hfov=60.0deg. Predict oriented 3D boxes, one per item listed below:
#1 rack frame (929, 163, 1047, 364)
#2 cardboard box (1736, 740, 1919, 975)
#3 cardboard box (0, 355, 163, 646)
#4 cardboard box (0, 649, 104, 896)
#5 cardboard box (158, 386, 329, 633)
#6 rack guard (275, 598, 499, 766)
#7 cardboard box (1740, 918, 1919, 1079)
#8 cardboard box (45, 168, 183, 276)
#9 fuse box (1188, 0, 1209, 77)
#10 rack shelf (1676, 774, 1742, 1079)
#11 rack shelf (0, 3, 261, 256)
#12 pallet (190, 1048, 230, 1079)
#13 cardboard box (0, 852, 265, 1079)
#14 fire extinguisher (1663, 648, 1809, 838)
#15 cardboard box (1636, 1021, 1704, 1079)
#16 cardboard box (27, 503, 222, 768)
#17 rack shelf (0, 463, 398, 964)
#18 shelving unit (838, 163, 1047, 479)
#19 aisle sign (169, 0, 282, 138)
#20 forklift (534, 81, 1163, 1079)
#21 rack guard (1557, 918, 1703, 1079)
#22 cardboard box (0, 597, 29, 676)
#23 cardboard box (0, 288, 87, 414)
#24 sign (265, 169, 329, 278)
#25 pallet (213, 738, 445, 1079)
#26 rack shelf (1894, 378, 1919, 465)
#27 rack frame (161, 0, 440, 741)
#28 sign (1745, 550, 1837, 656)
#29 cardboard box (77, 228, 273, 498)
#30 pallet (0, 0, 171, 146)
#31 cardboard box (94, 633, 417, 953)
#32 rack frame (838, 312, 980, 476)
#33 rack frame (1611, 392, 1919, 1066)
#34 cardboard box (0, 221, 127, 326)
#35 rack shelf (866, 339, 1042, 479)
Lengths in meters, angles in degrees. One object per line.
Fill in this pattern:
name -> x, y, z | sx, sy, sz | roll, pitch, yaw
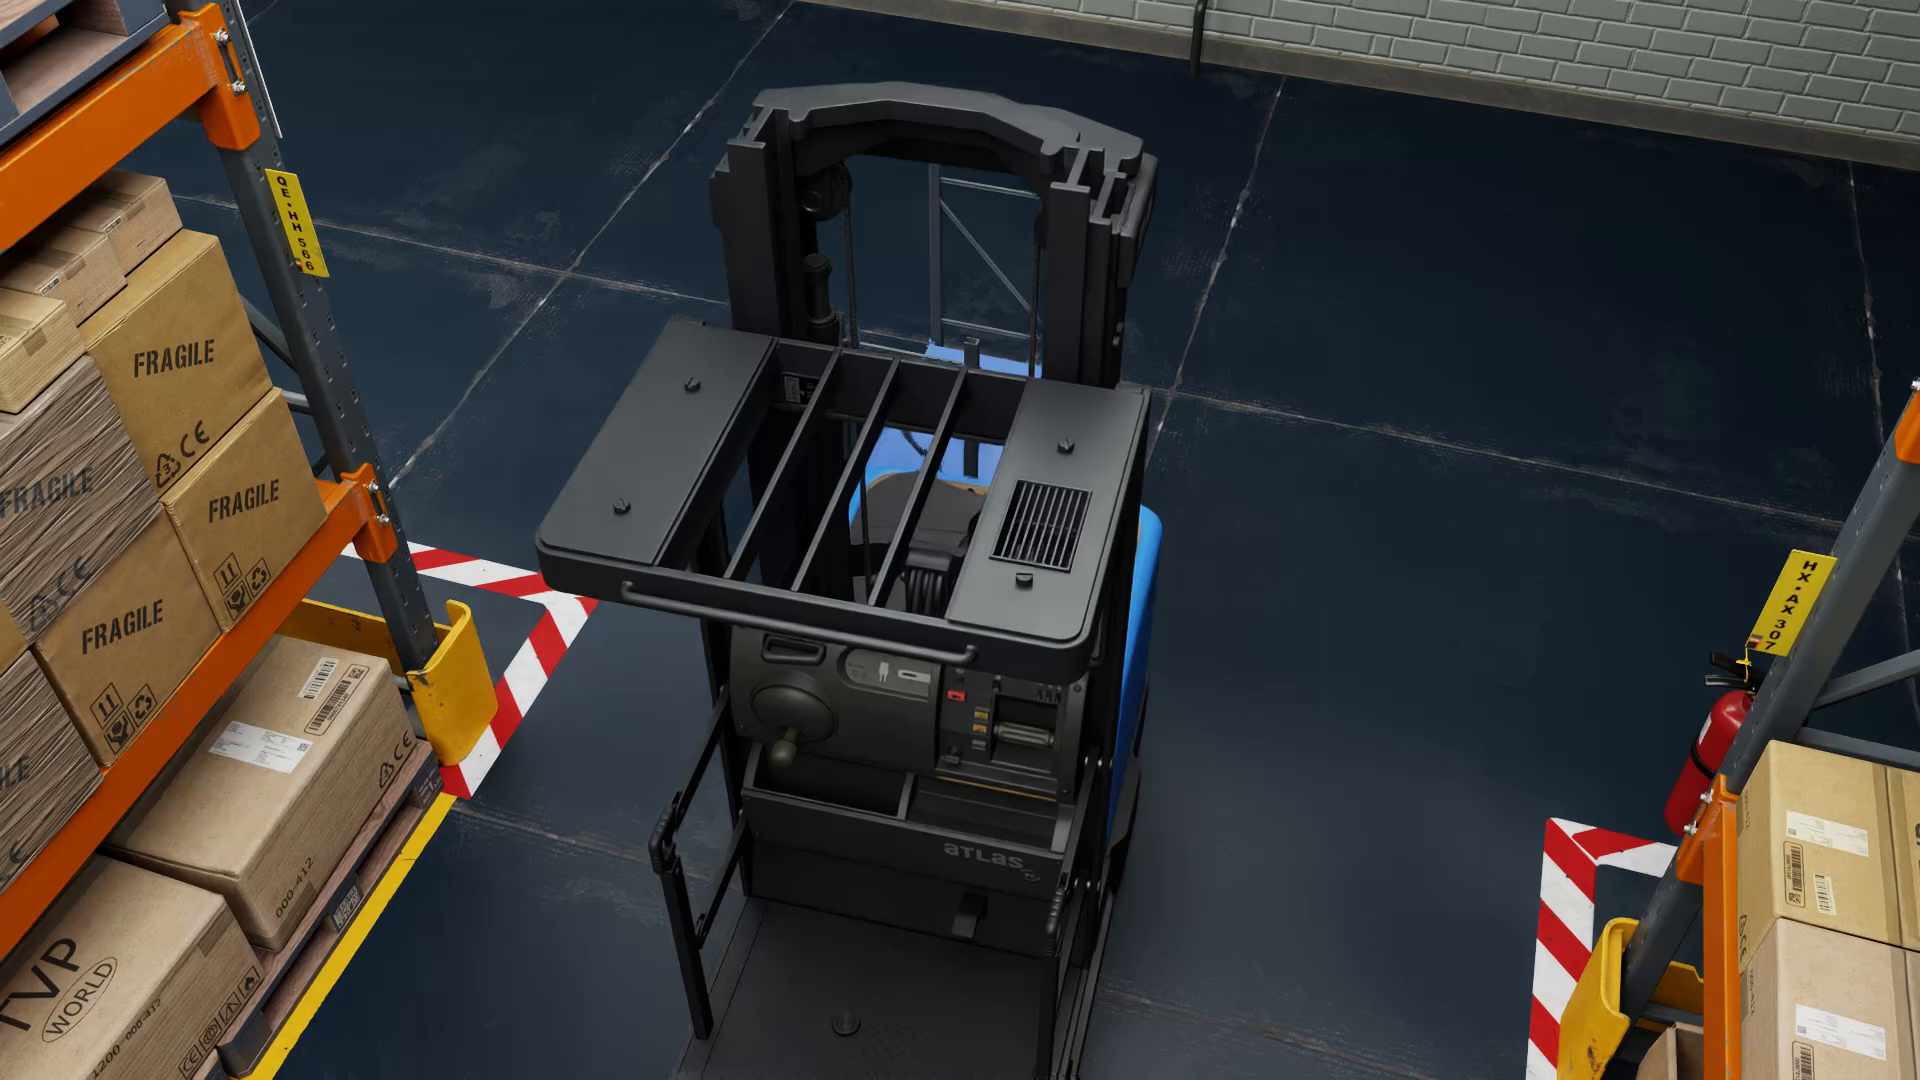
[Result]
rack frame -> 0.128, -0.818, 6.514 | 0.500, 1.500, 0.032 | 13, 46, 13
cardboard box -> 2.039, 0.766, 3.717 | 0.500, 0.250, 0.500 | 13, 46, 13
cardboard box -> -2.348, -0.142, 3.964 | 0.500, 0.500, 0.500 | 13, 46, 13
cardboard box -> -2.505, 0.543, 3.979 | 0.500, 0.500, 0.500 | 14, 46, 14
cardboard box -> -2.192, -0.134, 4.670 | 0.500, 0.500, 0.500 | 13, 46, 13
rack guard -> -2.291, 0.402, 5.982 | 1.175, 0.500, 0.348 | 13, 46, 13
cardboard box -> 1.887, 1.102, 3.374 | 0.500, 0.250, 0.500 | 13, 46, 13
cardboard box -> -2.216, -0.819, 4.192 | 0.380, 0.149, 0.250 | 13, 46, 13
fuse box -> 1.345, -3.236, 8.834 | 0.539, 1.711, 0.414 | 13, 46, 13
rack shelf -> 1.828, 2.164, 2.909 | 1.077, 0.370, 4.000 | 13, 46, 13
rack shelf -> -2.904, 0.043, 2.931 | 1.077, 0.370, 4.000 | 13, 46, 13
pallet -> -2.837, 1.881, 4.677 | 1.003, 0.211, 1.213 | 13, 46, 12
cardboard box -> -2.672, 1.363, 4.744 | 0.875, 0.438, 0.875 | 14, 46, 14
fire extinguisher -> 2.037, 0.538, 4.377 | 0.296, 0.674, 0.183 | 13, 46, 13
cardboard box -> 2.158, 1.703, 4.350 | 0.797, 0.503, 0.637 | 11, 45, 11
cardboard box -> -2.359, 0.198, 4.332 | 0.500, 0.500, 0.500 | 12, 46, 12
rack shelf -> -2.904, 1.115, 3.981 | 1.077, 0.370, 4.000 | 13, 46, 13
shelving unit -> -0.026, -0.479, 6.167 | 0.538, 1.500, 1.048 | 13, 46, 13
aisle sign -> -1.981, -1.387, 4.164 | 0.394, 0.787, 0.004 | 13, 46, 13
forklift -> -0.192, 0.529, 4.113 | 1.130, 2.935, 3.031 | 10, 45, 10
rack guard -> 2.410, 1.517, 4.842 | 1.175, 0.500, 0.348 | 13, 46, 13
cardboard box -> -2.501, 0.187, 3.628 | 0.500, 0.500, 0.500 | 12, 46, 12
cardboard box -> -2.268, -0.455, 3.820 | 0.380, 0.149, 0.250 | 12, 46, 12
sign -> -1.785, -0.850, 4.477 | 0.100, 0.325, 0.005 | 13, 46, 13
pallet -> -2.466, 1.071, 5.505 | 1.003, 0.211, 1.213 | 13, 46, 13
rack shelf -> 1.828, 1.091, 1.860 | 1.077, 0.370, 4.000 | 13, 46, 13
rack frame -> -2.298, -0.476, 5.091 | 1.000, 3.000, 0.127 | 13, 46, 13
sign -> 1.916, 0.149, 3.834 | 0.100, 0.325, 0.005 | 13, 46, 13
cardboard box -> -2.217, -0.497, 4.327 | 0.500, 0.500, 0.500 | 14, 46, 14
pallet -> -2.513, -1.019, 3.566 | 1.003, 0.211, 1.213 | 13, 46, 13
cardboard box -> -2.403, 0.751, 5.369 | 0.875, 0.438, 0.875 | 11, 45, 11
rack frame -> -0.180, -0.140, 5.821 | 0.500, 1.500, 0.032 | 13, 46, 13
rack frame -> 2.433, 0.573, 4.019 | 1.000, 3.000, 0.127 | 13, 46, 13
cardboard box -> -2.270, -0.645, 4.014 | 0.380, 0.149, 0.250 | 13, 46, 13
rack shelf -> -0.026, -0.351, 6.293 | 0.538, 0.185, 1.000 | 13, 46, 13
